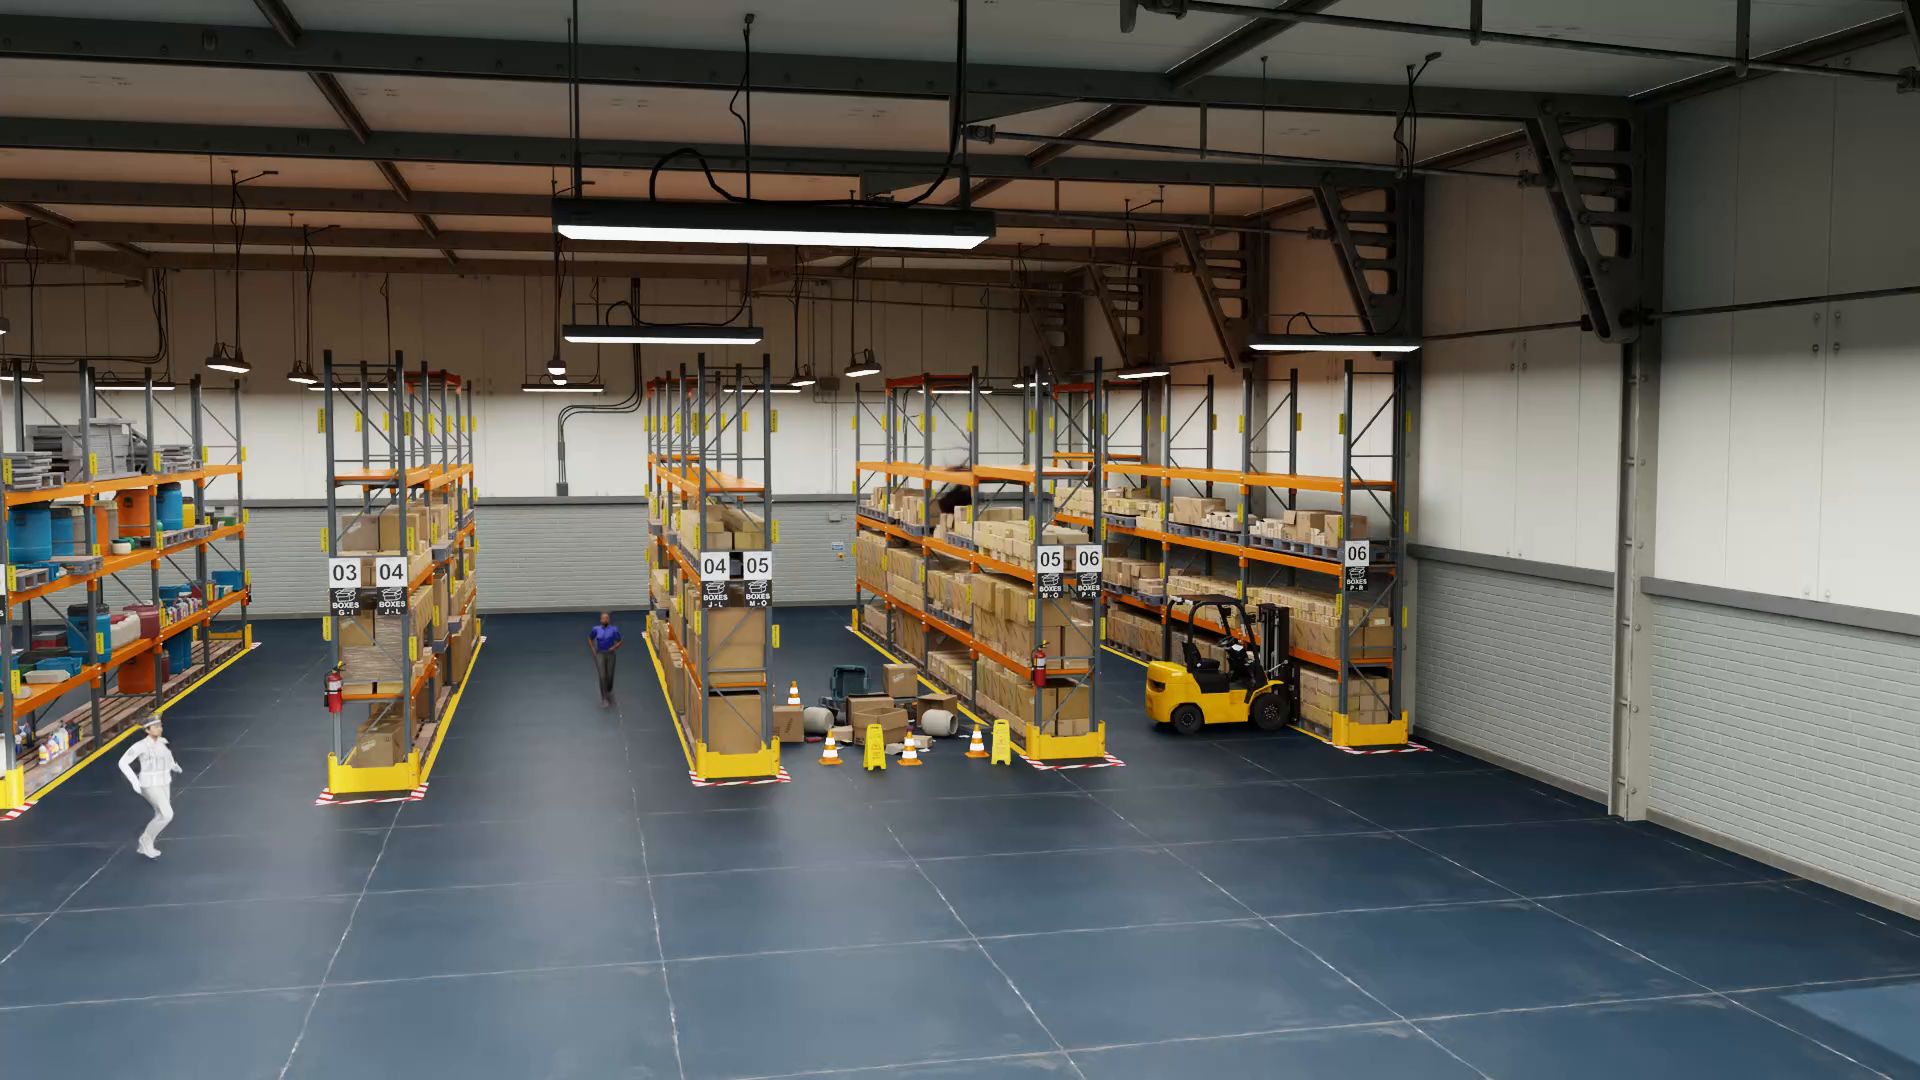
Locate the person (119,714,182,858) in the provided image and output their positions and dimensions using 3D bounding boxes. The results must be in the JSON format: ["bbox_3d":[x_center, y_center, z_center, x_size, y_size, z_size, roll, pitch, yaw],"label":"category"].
[{"bbox_3d":[-9.226,2.833,19.116,0.624,1.648,0.593,1,4,15],"label":"person"}]

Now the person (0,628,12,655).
[{"bbox_3d":[-16.970,2.089,29.119,0.658,1.779,0.928,-2,4,-27],"label":"person"}]

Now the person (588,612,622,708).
[{"bbox_3d":[-6.314,2.108,29.642,0.591,1.657,0.816,-1,4,-16],"label":"person"}]
